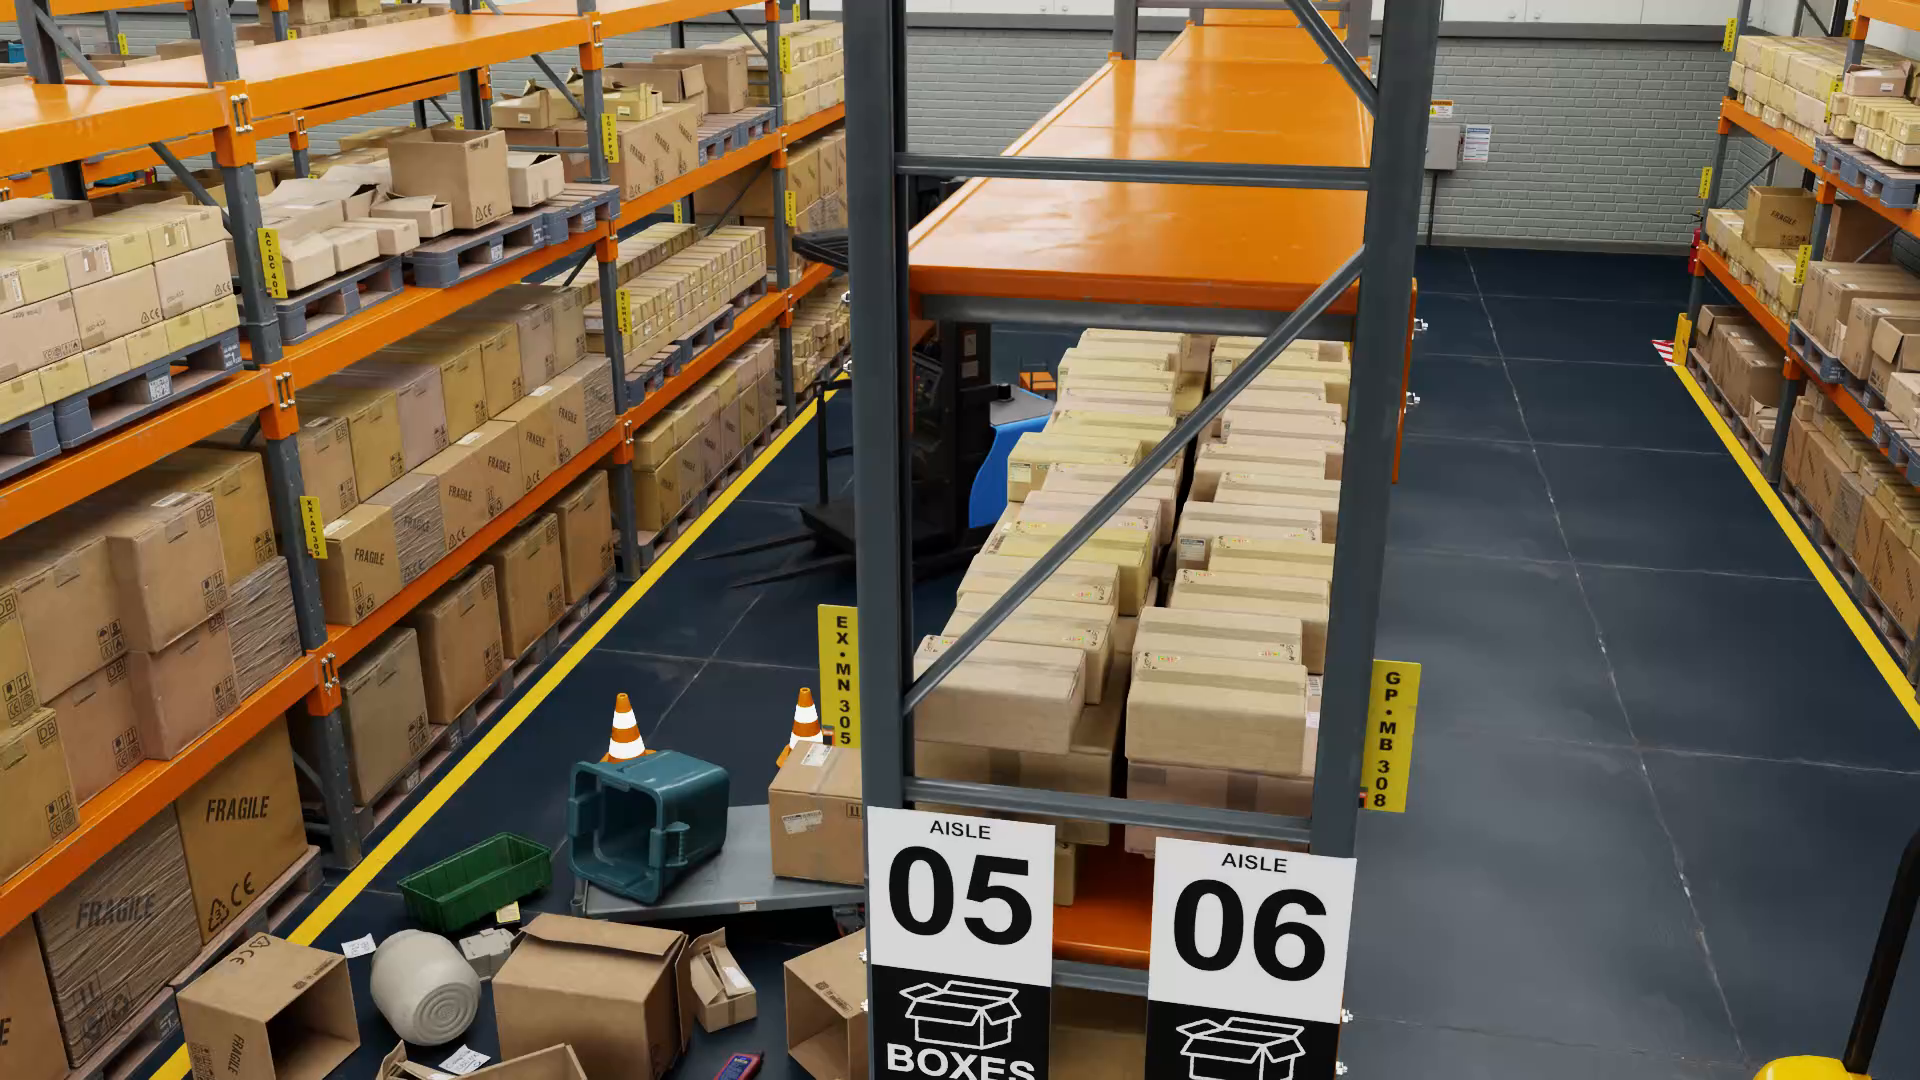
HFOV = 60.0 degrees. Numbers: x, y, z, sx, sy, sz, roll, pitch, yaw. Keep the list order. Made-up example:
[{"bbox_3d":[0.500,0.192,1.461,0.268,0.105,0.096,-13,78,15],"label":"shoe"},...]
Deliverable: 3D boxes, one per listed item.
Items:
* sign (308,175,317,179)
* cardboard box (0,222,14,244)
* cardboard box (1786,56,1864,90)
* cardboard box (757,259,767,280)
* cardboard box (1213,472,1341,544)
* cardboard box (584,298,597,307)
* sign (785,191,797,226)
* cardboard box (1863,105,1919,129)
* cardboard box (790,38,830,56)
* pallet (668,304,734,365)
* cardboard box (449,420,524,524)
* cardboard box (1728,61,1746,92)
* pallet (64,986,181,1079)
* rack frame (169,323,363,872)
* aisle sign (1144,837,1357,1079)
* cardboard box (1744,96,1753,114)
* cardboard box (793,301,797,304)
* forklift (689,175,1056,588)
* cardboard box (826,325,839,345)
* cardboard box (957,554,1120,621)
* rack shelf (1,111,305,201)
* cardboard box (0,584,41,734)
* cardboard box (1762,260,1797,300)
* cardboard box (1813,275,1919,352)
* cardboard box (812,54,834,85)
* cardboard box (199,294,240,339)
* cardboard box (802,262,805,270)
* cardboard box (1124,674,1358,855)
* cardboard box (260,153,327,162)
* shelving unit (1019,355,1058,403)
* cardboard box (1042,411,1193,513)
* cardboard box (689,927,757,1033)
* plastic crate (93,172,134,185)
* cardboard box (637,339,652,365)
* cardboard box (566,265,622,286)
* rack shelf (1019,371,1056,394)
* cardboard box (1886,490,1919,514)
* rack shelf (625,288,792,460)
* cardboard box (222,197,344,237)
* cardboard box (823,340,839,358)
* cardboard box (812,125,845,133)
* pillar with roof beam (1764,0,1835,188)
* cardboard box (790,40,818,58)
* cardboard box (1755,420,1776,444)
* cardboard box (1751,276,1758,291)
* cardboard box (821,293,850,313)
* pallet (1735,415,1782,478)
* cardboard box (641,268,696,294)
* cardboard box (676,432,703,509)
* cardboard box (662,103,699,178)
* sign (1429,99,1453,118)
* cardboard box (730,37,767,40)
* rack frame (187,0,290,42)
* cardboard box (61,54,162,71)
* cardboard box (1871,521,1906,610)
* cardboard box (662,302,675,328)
[{"bbox_3d":[-6.422,-3.468,16.536,0.100,0.325,0.005,4,22,11],"label":"sign"},{"bbox_3d":[-4.263,-1.257,7.049,0.380,0.149,0.250,4,22,10],"label":"cardboard box"},{"bbox_3d":[7.680,-4.139,14.763,0.500,0.250,0.500,5,22,12],"label":"cardboard box"},{"bbox_3d":[-2.008,-2.508,15.371,0.380,0.149,0.250,4,22,10],"label":"cardboard box"},{"bbox_3d":[0.931,-0.074,4.806,0.380,0.149,0.250,5,22,12],"label":"cardboard box"},{"bbox_3d":[-3.126,-1.845,13.325,0.380,0.149,0.250,5,22,11],"label":"cardboard box"},{"bbox_3d":[-1.577,-3.086,15.483,0.100,0.325,0.005,4,22,11],"label":"sign"},{"bbox_3d":[7.011,-3.163,12.448,0.380,0.149,0.250,4,22,10],"label":"cardboard box"},{"bbox_3d":[-1.509,-4.894,16.503,0.380,0.149,0.250,6,23,14],"label":"cardboard box"},{"bbox_3d":[-2.573,-1.766,14.010,1.003,0.211,1.213,4,22,11],"label":"pallet"},{"bbox_3d":[-3.072,-0.436,10.317,0.500,0.500,0.500,5,22,12],"label":"cardboard box"},{"bbox_3d":[8.064,-4.654,16.713,0.500,0.250,0.500,4,22,10],"label":"cardboard box"},{"bbox_3d":[-4.232,2.349,7.270,1.003,0.211,1.213,4,22,11],"label":"pallet"},{"bbox_3d":[-3.753,0.335,8.536,1.000,3.000,0.127,4,22,11],"label":"rack frame"},{"bbox_3d":[0.588,0.979,3.458,0.394,0.787,0.004,4,22,11],"label":"aisle sign"},{"bbox_3d":[7.881,-4.238,16.213,0.380,0.149,0.250,5,22,12],"label":"cardboard box"},{"bbox_3d":[-1.993,-2.553,18.166,0.380,0.149,0.250,5,22,12],"label":"cardboard box"},{"bbox_3d":[-0.584,-1.224,12.500,3.031,2.935,1.130,-14,26,-30],"label":"forklift"},{"bbox_3d":[-1.505,-2.185,17.650,0.380,0.149,0.250,4,22,11],"label":"cardboard box"},{"bbox_3d":[0.202,0.162,4.221,0.380,0.149,0.250,4,22,10],"label":"cardboard box"},{"bbox_3d":[-7.364,-3.332,14.589,1.077,0.370,4.000,4,22,11],"label":"rack shelf"},{"bbox_3d":[-4.206,0.489,6.509,0.875,0.550,0.500,4,22,11],"label":"cardboard box"},{"bbox_3d":[7.559,-2.331,14.958,0.500,0.250,0.500,5,22,11],"label":"cardboard box"},{"bbox_3d":[7.183,-1.765,13.055,0.700,0.500,0.500,5,22,12],"label":"cardboard box"},{"bbox_3d":[-1.565,-4.667,16.472,0.500,0.250,0.500,5,22,12],"label":"cardboard box"},{"bbox_3d":[-3.514,-1.023,7.534,0.380,0.149,0.250,4,22,11],"label":"cardboard box"},{"bbox_3d":[-1.759,-2.754,16.544,0.380,0.149,0.250,3,22,9],"label":"cardboard box"},{"bbox_3d":[0.661,0.515,3.877,0.500,0.250,0.500,4,22,10],"label":"cardboard box"},{"bbox_3d":[-7.017,-3.793,17.586,0.500,0.500,0.500,5,22,11],"label":"cardboard box"},{"bbox_3d":[0.658,-0.909,14.035,0.258,1.200,0.503,-3,22,-8],"label":"shelving unit"},{"bbox_3d":[0.545,-0.272,5.833,0.500,0.250,0.500,5,22,11],"label":"cardboard box"},{"bbox_3d":[-1.154,2.078,7.868,0.258,0.266,0.396,-11,25,-26],"label":"cardboard box"},{"bbox_3d":[-10.874,-4.753,21.044,0.616,0.435,0.499,4,22,11],"label":"plastic crate"},{"bbox_3d":[-2.593,-1.452,12.749,0.380,0.149,0.250,6,23,14],"label":"cardboard box"},{"bbox_3d":[-3.020,-2.169,13.731,0.380,0.149,0.250,6,23,14],"label":"cardboard box"},{"bbox_3d":[0.658,-1.273,13.888,0.258,0.148,0.480,-3,22,-8],"label":"rack shelf"},{"bbox_3d":[6.863,-0.234,11.866,0.380,0.149,0.250,5,22,12],"label":"cardboard box"},{"bbox_3d":[-2.529,-1.525,14.119,1.077,0.370,4.000,4,22,11],"label":"rack shelf"},{"bbox_3d":[-3.716,-1.696,9.069,0.500,0.250,0.500,4,22,10],"label":"cardboard box"},{"bbox_3d":[-1.507,-2.049,17.711,0.380,0.149,0.250,4,22,9],"label":"cardboard box"},{"bbox_3d":[-1.355,-4.139,17.775,0.500,0.500,0.500,6,23,14],"label":"cardboard box"},{"bbox_3d":[5.640,-7.364,19.624,9.100,9.000,0.400,4,22,11],"label":"pillar with roof beam"},{"bbox_3d":[-1.610,-4.798,16.264,0.380,0.149,0.250,4,22,9],"label":"cardboard box"},{"bbox_3d":[7.432,-0.972,15.035,0.380,0.149,0.250,4,22,9],"label":"cardboard box"},{"bbox_3d":[7.756,-2.455,15.802,0.380,0.149,0.250,4,22,11],"label":"cardboard box"},{"bbox_3d":[-1.316,-2.604,18.293,0.380,0.149,0.250,5,23,13],"label":"cardboard box"},{"bbox_3d":[7.747,-0.831,15.164,1.003,0.211,1.213,4,22,11],"label":"pallet"},{"bbox_3d":[-2.386,-2.117,13.602,0.380,0.149,0.250,5,23,13],"label":"cardboard box"},{"bbox_3d":[-2.444,-0.586,13.608,0.500,0.500,0.500,5,22,12],"label":"cardboard box"},{"bbox_3d":[-2.368,-3.121,12.968,0.500,0.500,0.500,4,22,11],"label":"cardboard box"},{"bbox_3d":[6.705,-6.026,23.227,0.339,0.242,0.001,4,22,11],"label":"sign"},{"bbox_3d":[-2.086,-4.939,16.616,0.380,0.149,0.250,4,22,11],"label":"cardboard box"},{"bbox_3d":[-6.956,-5.788,15.711,1.000,3.000,0.127,4,22,11],"label":"rack frame"},{"bbox_3d":[-7.376,-3.925,14.400,0.797,0.503,0.637,4,22,10],"label":"cardboard box"},{"bbox_3d":[6.778,0.201,11.653,0.500,0.500,0.500,4,22,10],"label":"cardboard box"},{"bbox_3d":[-2.486,-1.795,13.201,0.380,0.149,0.250,5,22,11],"label":"cardboard box"}]
